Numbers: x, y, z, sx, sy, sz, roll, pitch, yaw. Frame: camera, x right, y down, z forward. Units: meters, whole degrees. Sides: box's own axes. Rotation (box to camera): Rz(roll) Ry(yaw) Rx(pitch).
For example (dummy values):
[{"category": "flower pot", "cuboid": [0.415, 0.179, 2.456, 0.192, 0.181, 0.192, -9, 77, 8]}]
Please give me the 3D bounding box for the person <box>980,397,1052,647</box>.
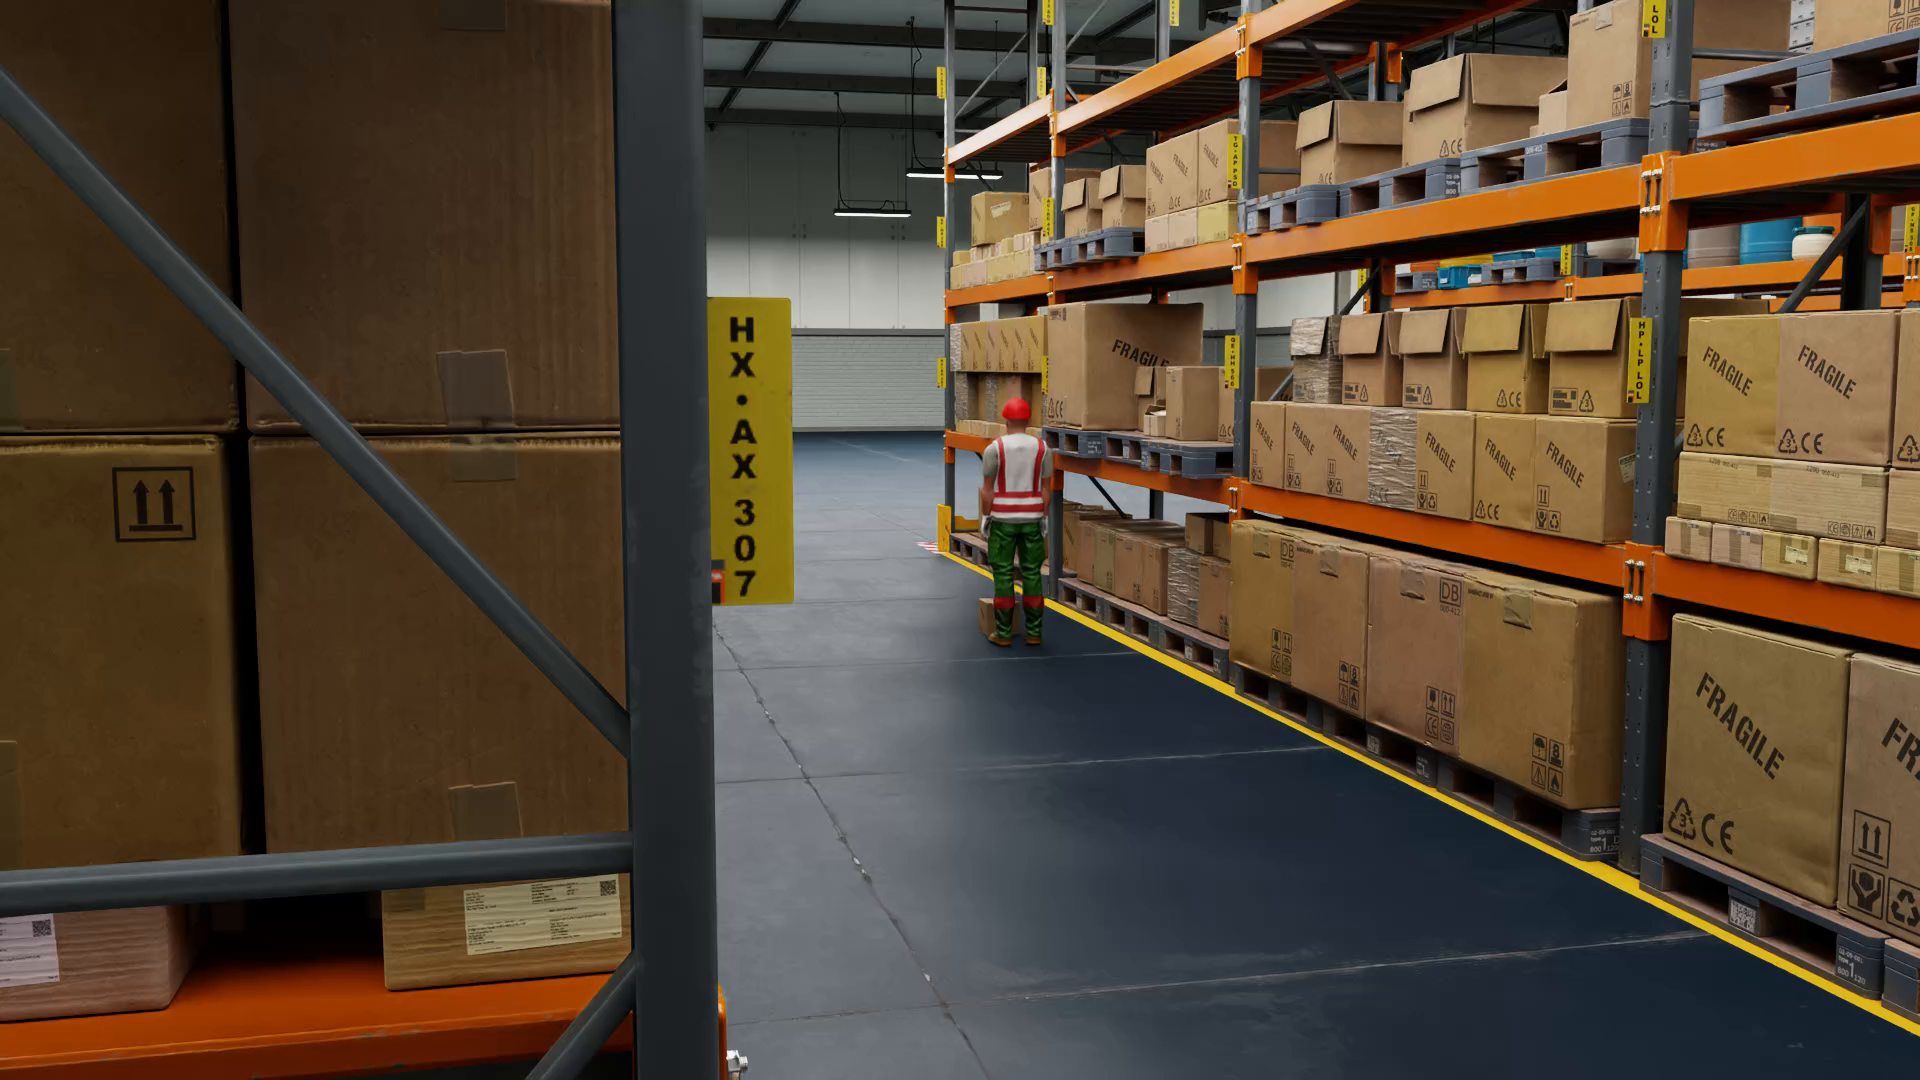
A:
[{"category": "person", "cuboid": [0.401, -0.134, 12.036, 0.523, 1.790, 0.337, -1, 6, -13]}]
